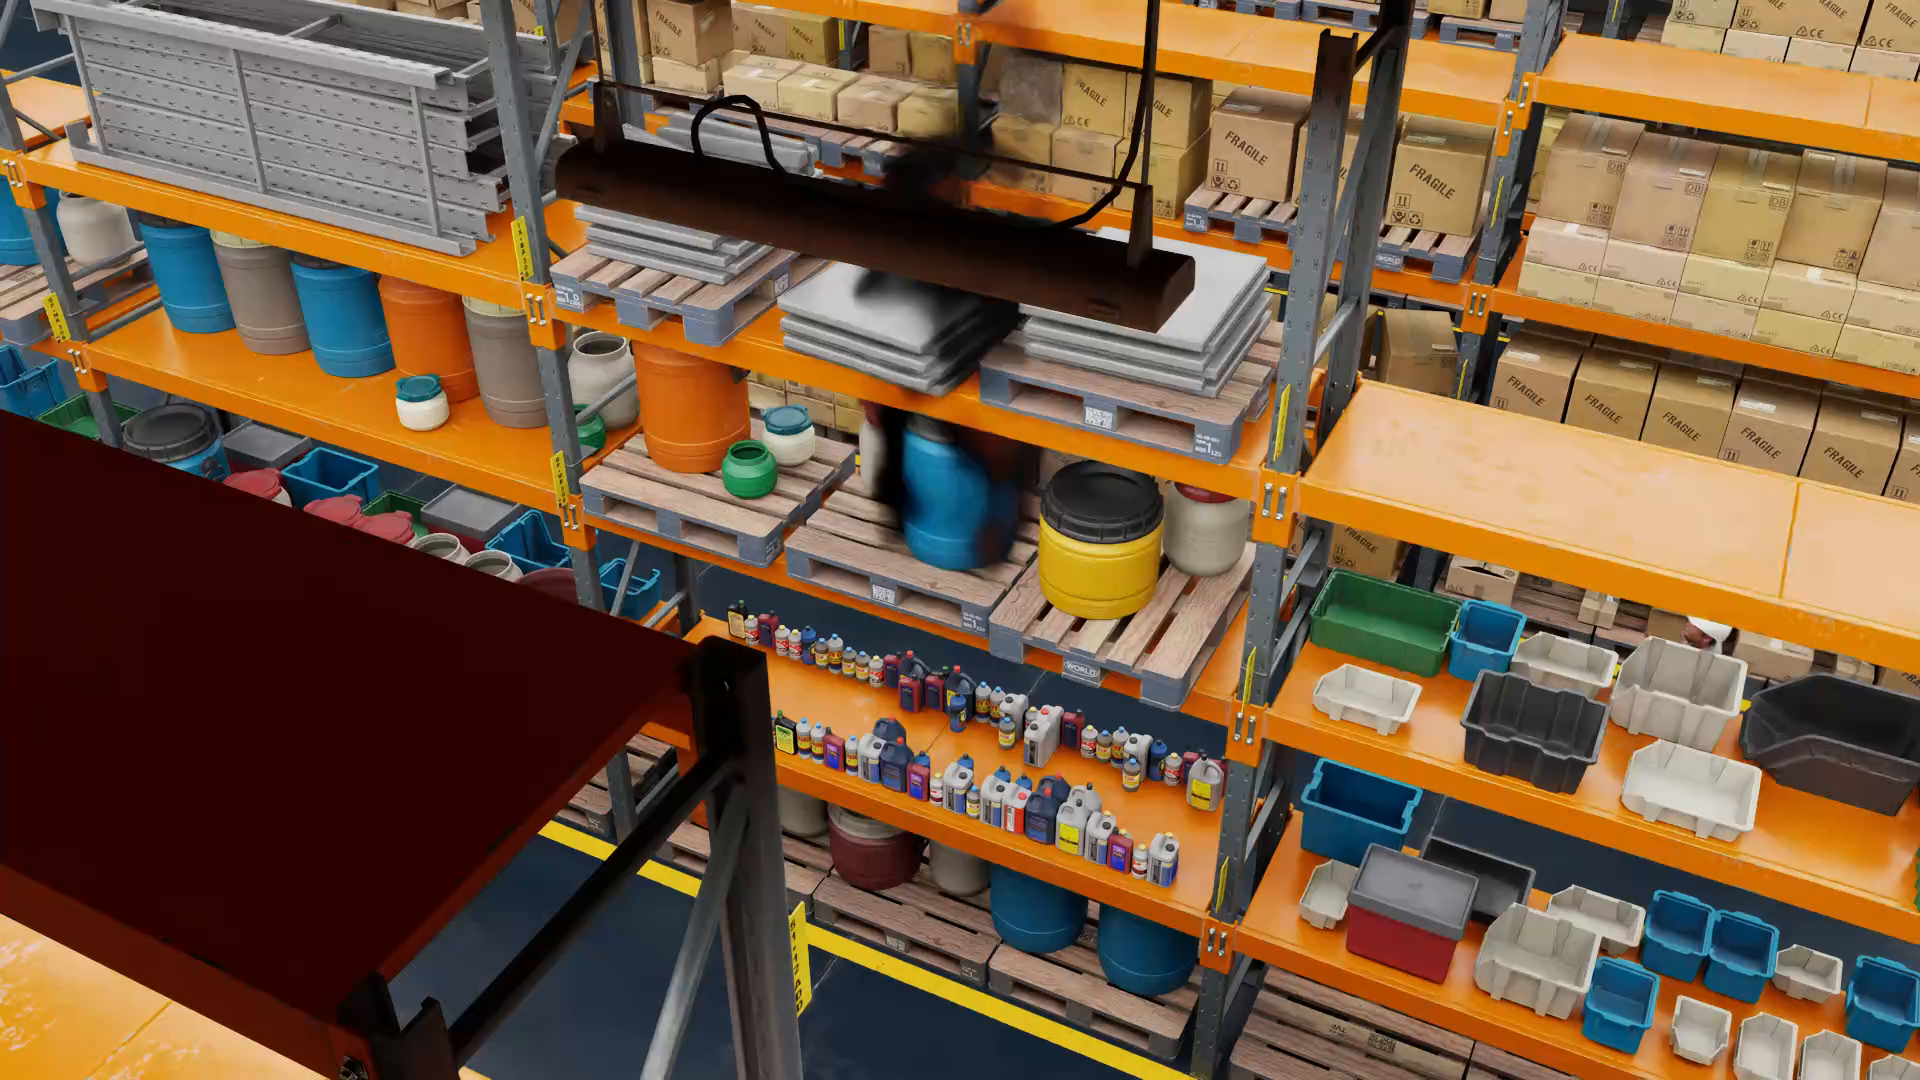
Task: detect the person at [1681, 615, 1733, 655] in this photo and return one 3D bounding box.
[{"bbox_3d":[4.686,1.120,10.817,0.592,1.711,0.636,9,36,12],"label":"person"}]
